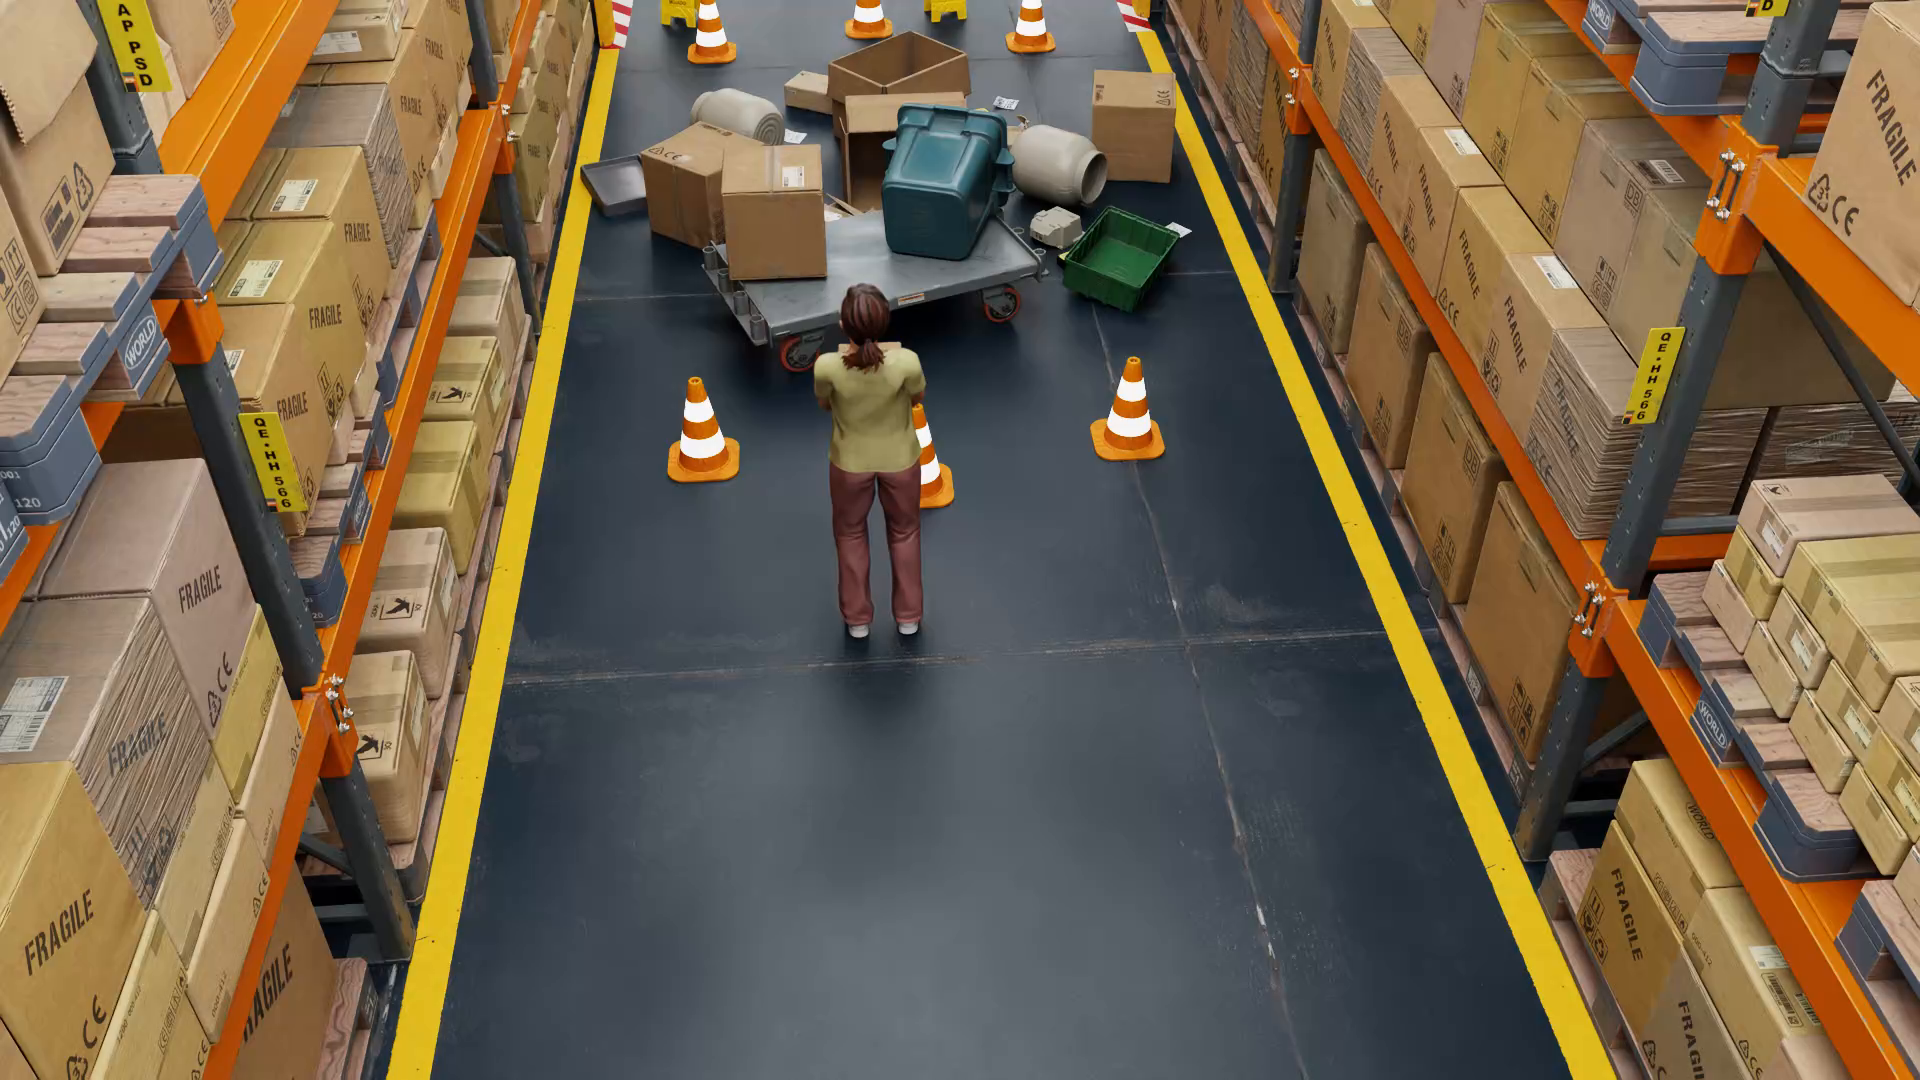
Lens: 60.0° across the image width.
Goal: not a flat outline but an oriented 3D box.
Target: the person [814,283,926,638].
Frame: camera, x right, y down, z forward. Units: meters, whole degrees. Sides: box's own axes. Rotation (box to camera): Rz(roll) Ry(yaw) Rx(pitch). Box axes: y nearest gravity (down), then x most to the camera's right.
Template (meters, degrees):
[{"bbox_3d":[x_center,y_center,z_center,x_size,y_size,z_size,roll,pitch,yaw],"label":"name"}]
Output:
[{"bbox_3d":[-0.346,-0.346,6.588,0.426,1.662,0.561,-3,39,-3],"label":"person"}]
